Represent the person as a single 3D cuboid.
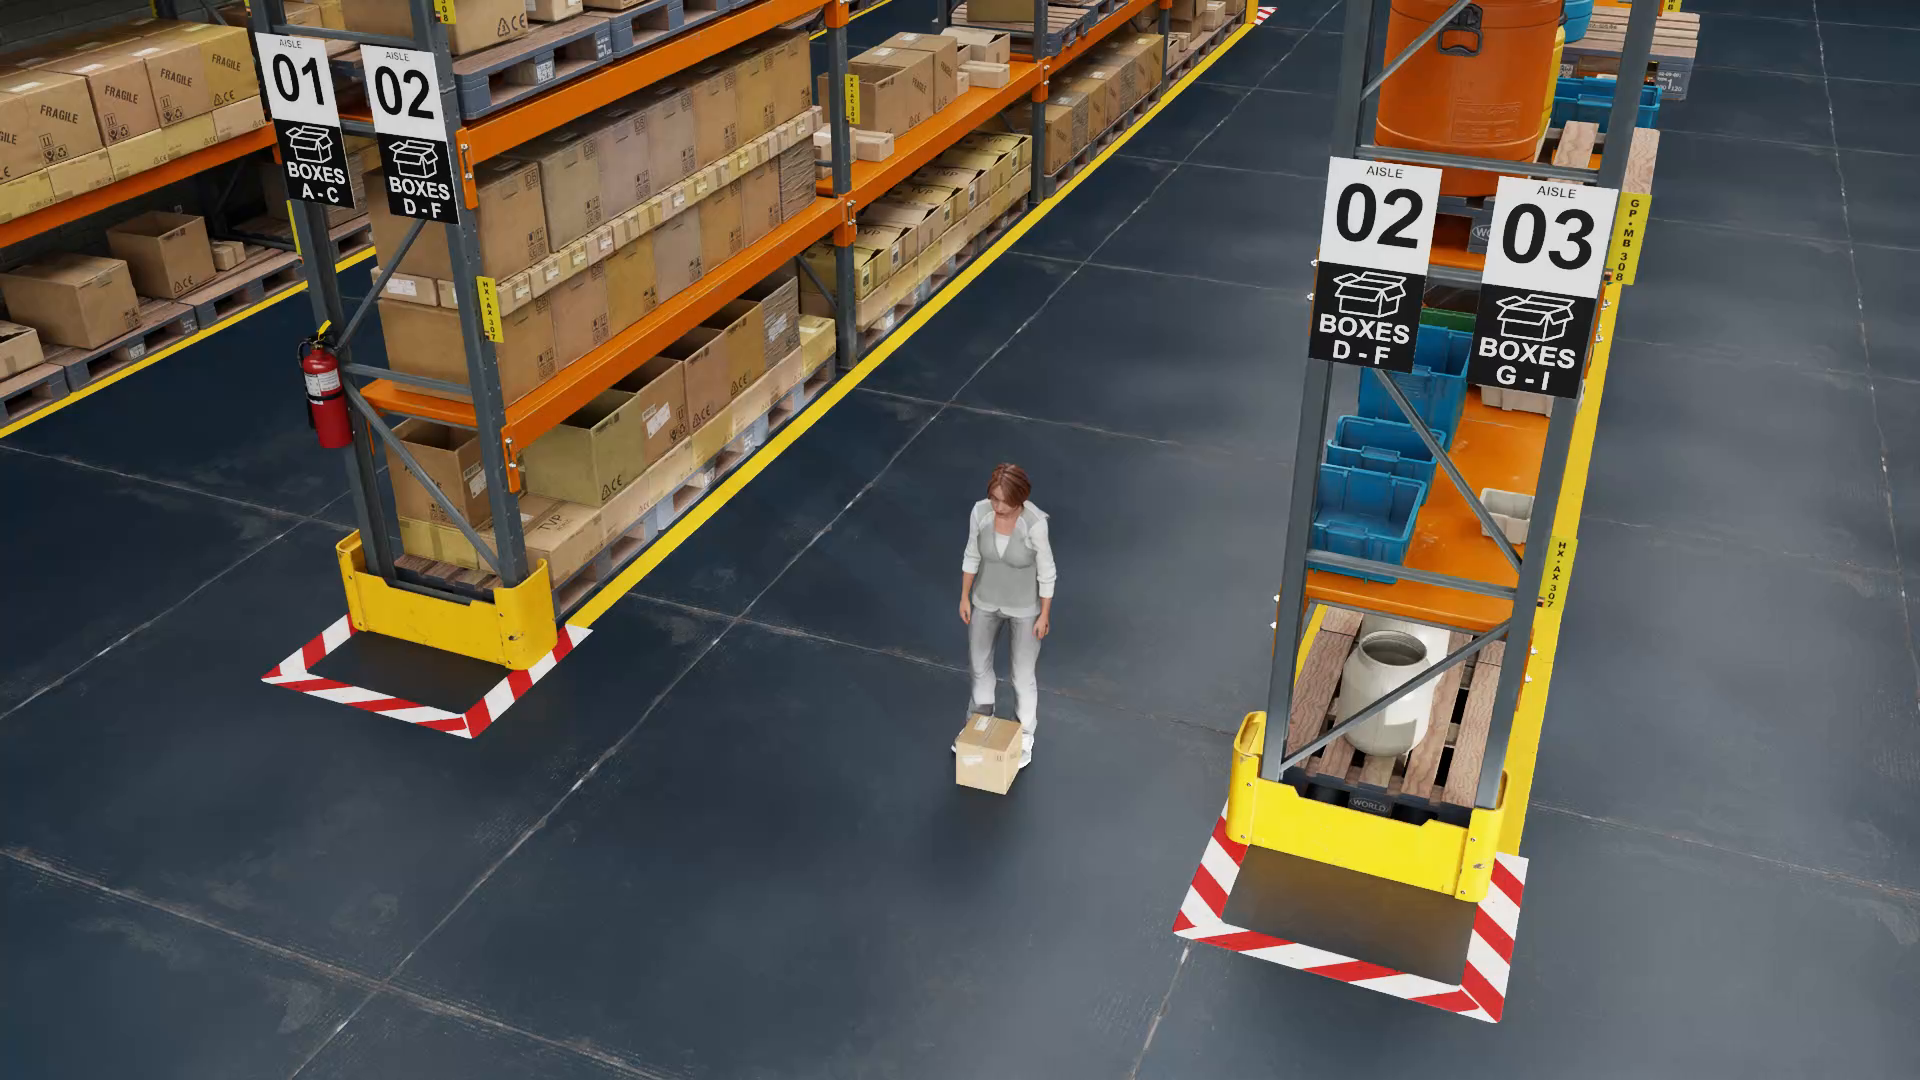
[{"bbox_3d":[0.219,0.328,7.830,0.459,1.591,0.346,11,32,18],"label":"person"}]
